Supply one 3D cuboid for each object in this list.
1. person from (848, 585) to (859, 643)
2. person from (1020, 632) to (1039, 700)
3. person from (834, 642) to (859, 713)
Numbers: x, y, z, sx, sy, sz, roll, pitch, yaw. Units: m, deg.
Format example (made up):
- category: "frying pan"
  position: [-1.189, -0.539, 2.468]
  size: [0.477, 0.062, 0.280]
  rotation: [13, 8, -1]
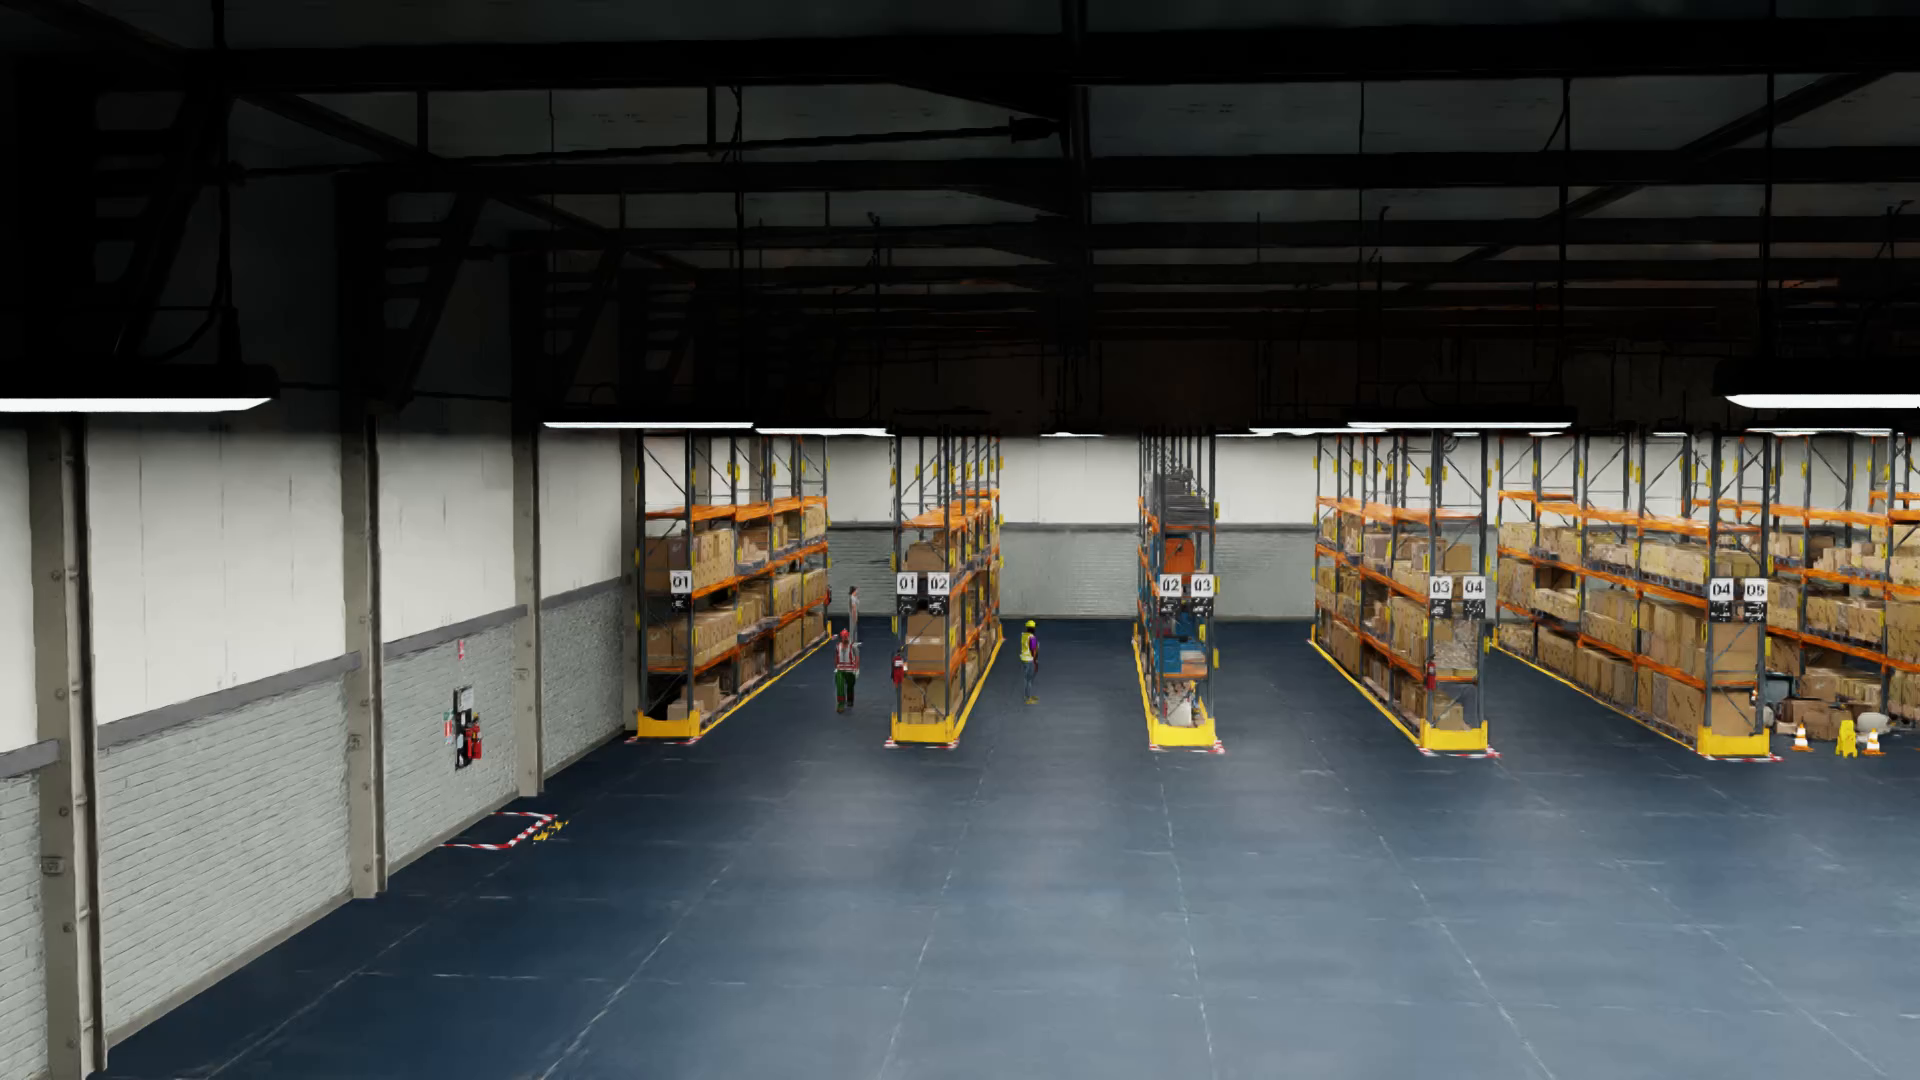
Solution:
- category: "person"
  position: [-2.931, 2.047, 45.769]
  size: [0.327, 1.596, 0.565]
  rotation: [0, 3, -1]
- category: "person"
  position: [1.508, 2.715, 36.077]
  size: [0.352, 1.460, 0.468]
  rotation: [-1, 4, -21]
- category: "person"
  position: [-2.381, 2.865, 34.899]
  size: [0.536, 1.466, 1.044]
  rotation: [0, 3, 4]
